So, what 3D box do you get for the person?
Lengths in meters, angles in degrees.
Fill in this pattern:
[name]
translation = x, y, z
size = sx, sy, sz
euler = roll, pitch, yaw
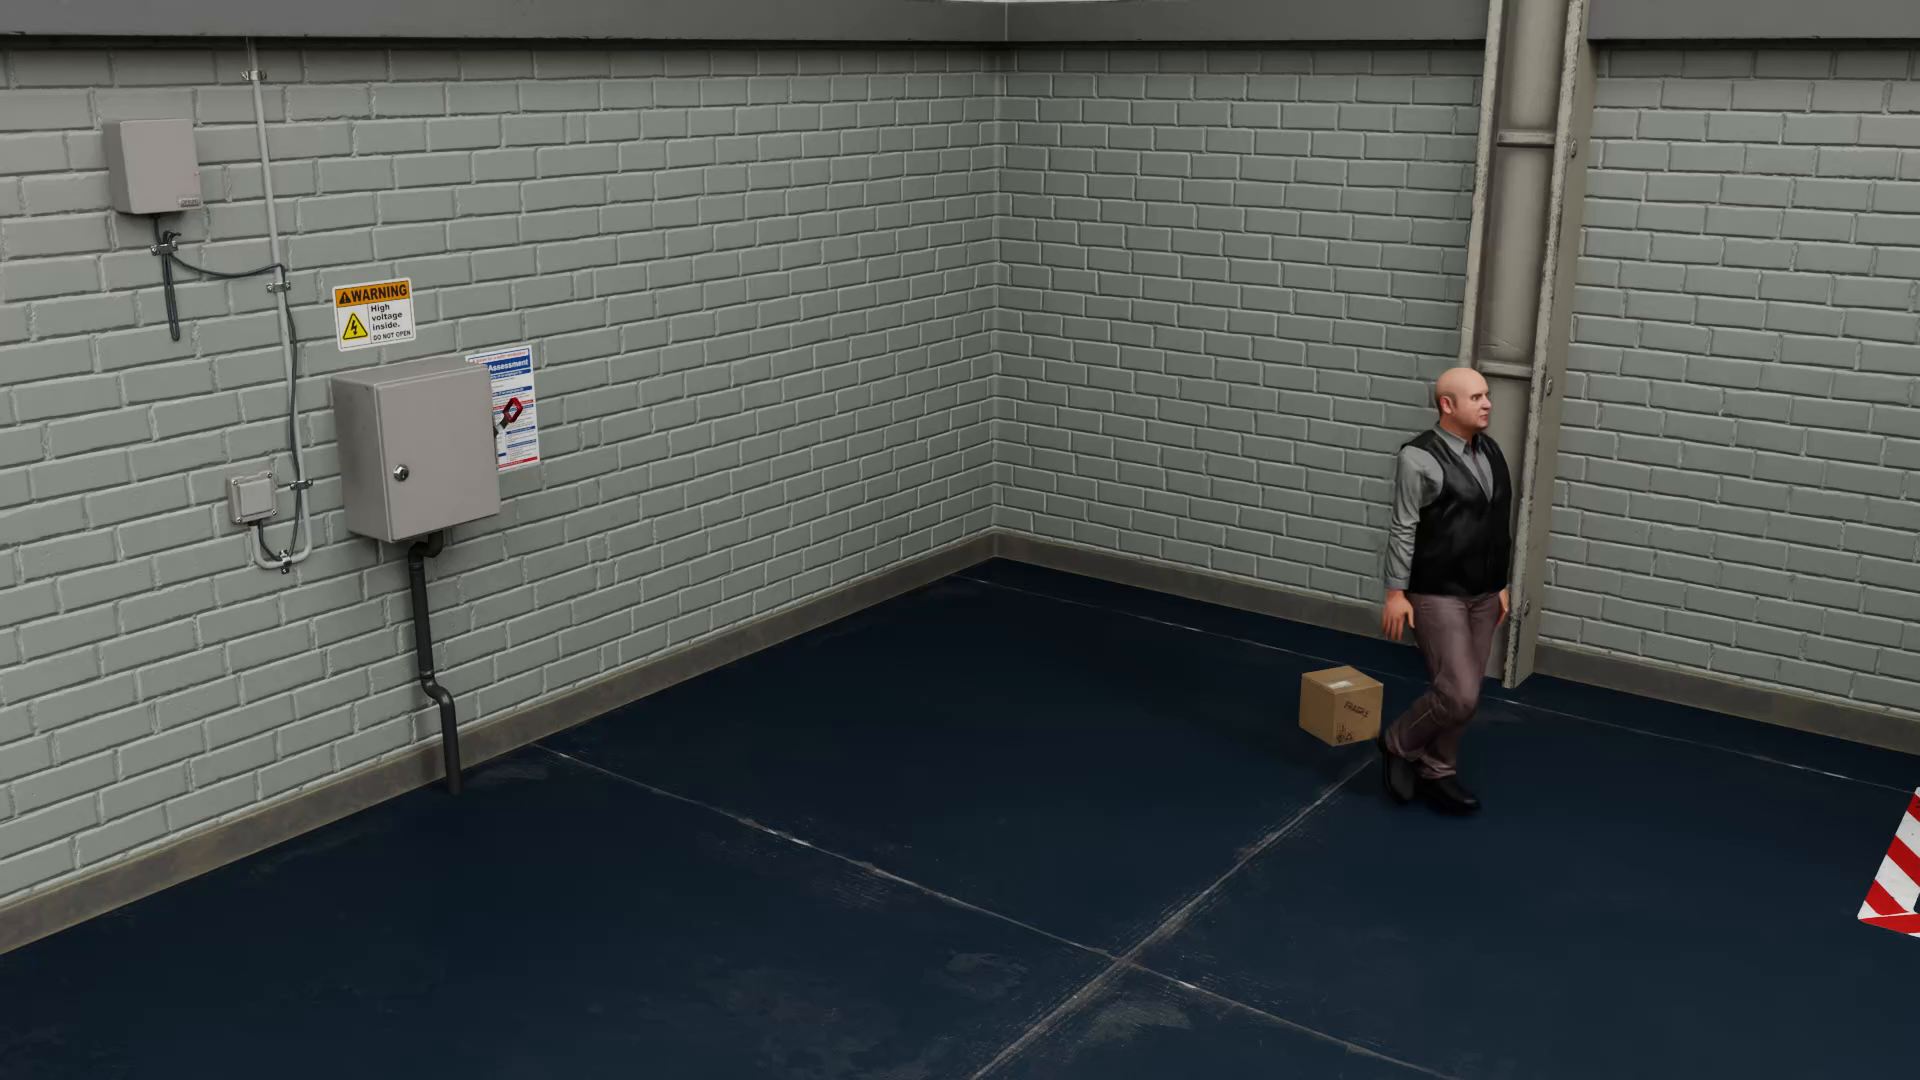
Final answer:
[person]
translation = 1.882, 0.210, 6.260
size = 0.570, 1.713, 0.447
euler = -10, 19, -32
